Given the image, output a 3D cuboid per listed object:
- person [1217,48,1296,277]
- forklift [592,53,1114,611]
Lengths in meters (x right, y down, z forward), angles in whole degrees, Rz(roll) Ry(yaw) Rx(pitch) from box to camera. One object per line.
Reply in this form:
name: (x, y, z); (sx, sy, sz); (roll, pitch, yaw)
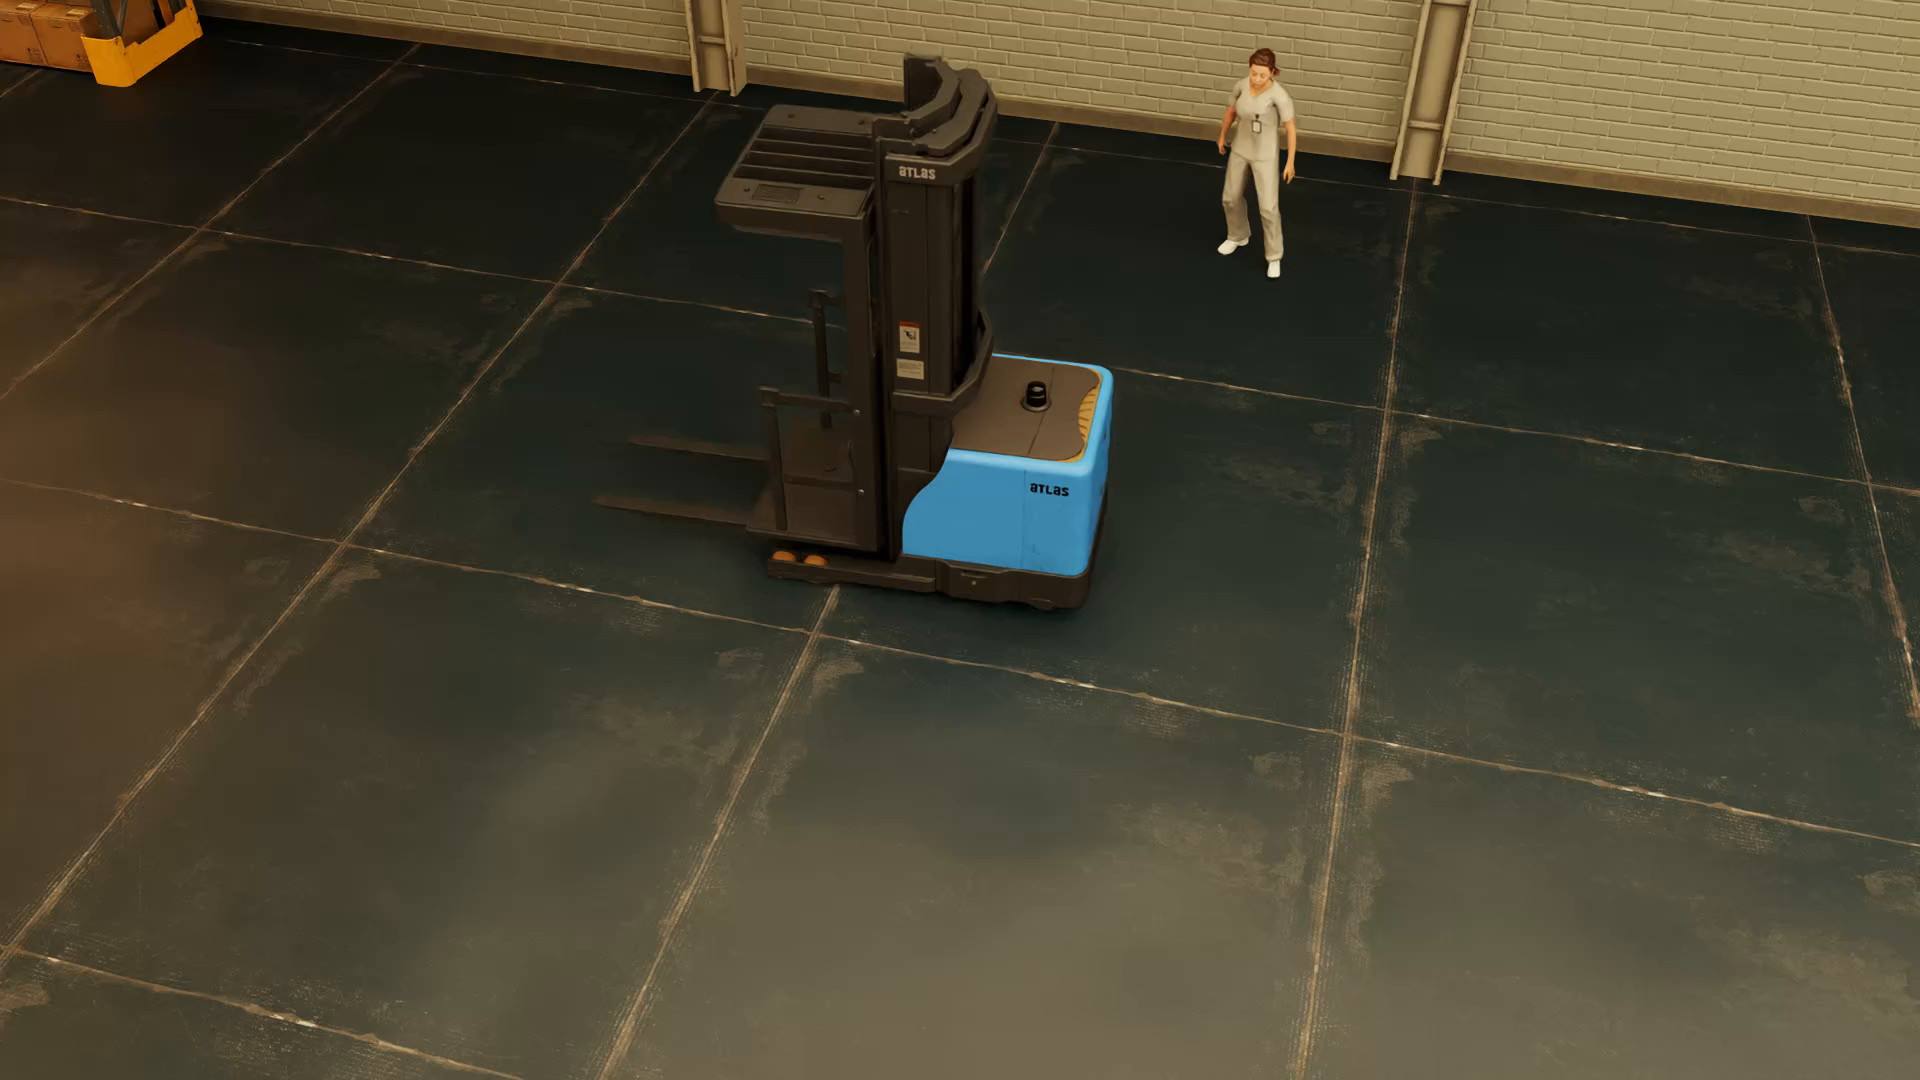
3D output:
person: (2.149, -2.770, 11.998); (0.738, 1.648, 0.367); (28, 48, 28)
forklift: (-0.671, -1.181, 9.208); (3.031, 2.935, 1.130); (8, 42, 9)
